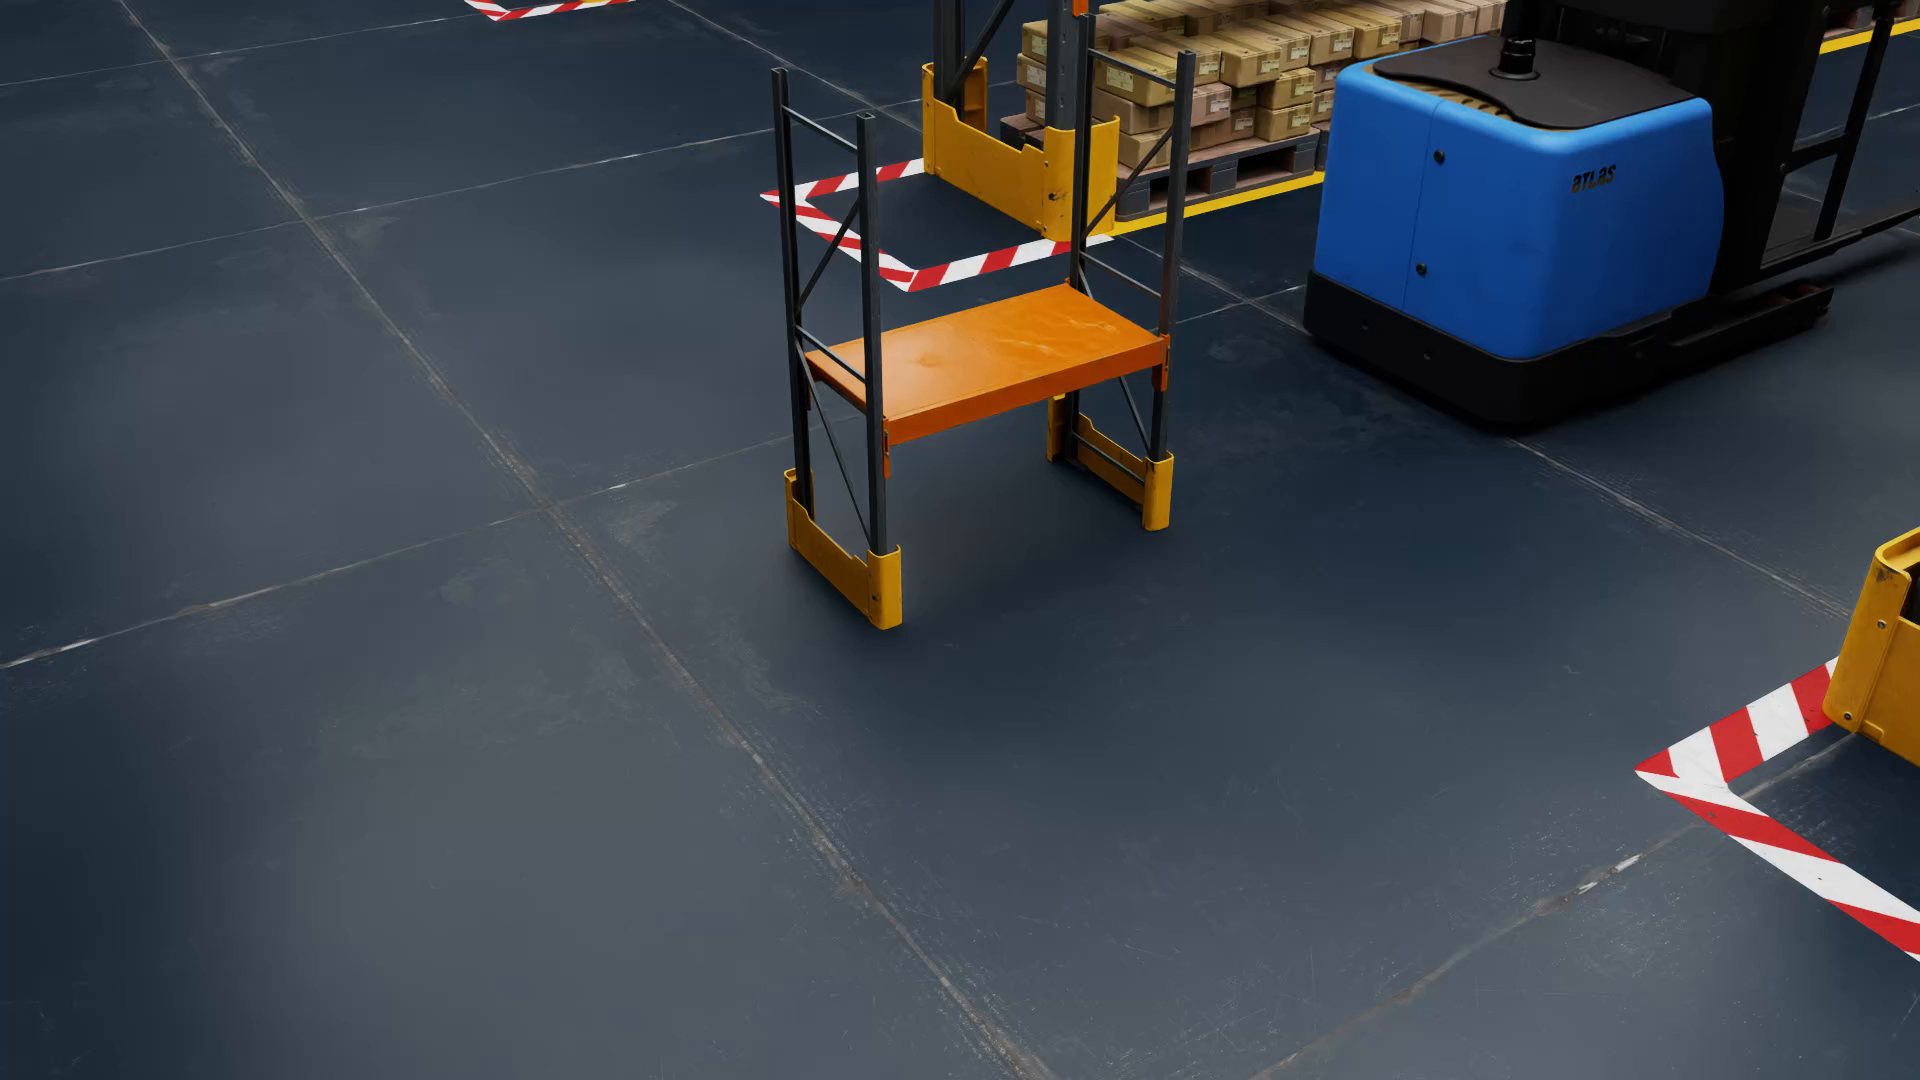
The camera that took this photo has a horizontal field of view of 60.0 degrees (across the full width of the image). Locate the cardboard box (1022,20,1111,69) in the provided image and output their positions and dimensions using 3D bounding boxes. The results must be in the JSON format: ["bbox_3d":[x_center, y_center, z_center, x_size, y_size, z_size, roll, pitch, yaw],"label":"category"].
[{"bbox_3d":[0.501,-2.347,7.880,0.250,0.149,0.380,-19,37,-27],"label":"cardboard box"}]

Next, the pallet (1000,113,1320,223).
[{"bbox_3d":[0.960,-1.918,8.093,1.213,0.211,1.003,-19,37,-27],"label":"pallet"}]

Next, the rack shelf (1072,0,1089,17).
[{"bbox_3d":[1.875,-3.131,8.076,4.000,0.370,1.077,-19,37,-27],"label":"rack shelf"}]

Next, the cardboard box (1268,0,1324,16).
[{"bbox_3d":[1.622,-2.701,8.441,0.250,0.149,0.380,-20,38,-29],"label":"cardboard box"}]

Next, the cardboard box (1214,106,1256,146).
[{"bbox_3d":[1.188,-2.024,7.925,0.250,0.149,0.380,-19,37,-27],"label":"cardboard box"}]

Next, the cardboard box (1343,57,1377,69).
[{"bbox_3d":[1.843,-2.397,8.238,0.250,0.149,0.380,-17,36,-25],"label":"cardboard box"}]

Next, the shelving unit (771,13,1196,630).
[{"bbox_3d":[0.064,-0.656,4.885,1.083,1.500,0.587,-19,37,-27],"label":"shelving unit"}]

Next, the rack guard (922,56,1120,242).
[{"bbox_3d":[0.258,-1.821,7.669,0.348,0.500,1.175,-19,37,-27],"label":"rack guard"}]

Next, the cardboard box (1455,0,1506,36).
[{"bbox_3d":[2.561,-2.690,8.424,0.250,0.149,0.380,-21,38,-30],"label":"cardboard box"}]

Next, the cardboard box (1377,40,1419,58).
[{"bbox_3d":[2.076,-2.470,8.354,0.250,0.149,0.380,-17,36,-25],"label":"cardboard box"}]

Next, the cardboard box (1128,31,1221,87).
[{"bbox_3d":[0.985,-2.213,7.667,0.250,0.149,0.380,-18,37,-26],"label":"cardboard box"}]

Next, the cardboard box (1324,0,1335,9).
[{"bbox_3d":[1.827,-2.789,8.581,0.250,0.149,0.380,-19,37,-27],"label":"cardboard box"}]

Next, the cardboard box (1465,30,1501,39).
[{"bbox_3d":[2.559,-2.597,8.555,0.250,0.149,0.380,-18,36,-26],"label":"cardboard box"}]

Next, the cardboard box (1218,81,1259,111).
[{"bbox_3d":[1.192,-2.155,7.854,0.250,0.149,0.380,-18,37,-27],"label":"cardboard box"}]

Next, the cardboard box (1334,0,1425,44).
[{"bbox_3d":[2.073,-2.584,8.256,0.250,0.149,0.380,-19,37,-27],"label":"cardboard box"}]

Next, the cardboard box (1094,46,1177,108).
[{"bbox_3d":[0.818,-2.079,7.456,0.250,0.149,0.380,-21,38,-29],"label":"cardboard box"}]

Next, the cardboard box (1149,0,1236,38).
[{"bbox_3d":[1.144,-2.572,8.237,0.250,0.149,0.380,-21,38,-29],"label":"cardboard box"}]

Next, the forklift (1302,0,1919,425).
[{"bbox_3d":[2.833,-2.240,6.054,3.031,2.935,1.130,-20,37,-28],"label":"forklift"}]

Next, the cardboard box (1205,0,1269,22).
[{"bbox_3d":[1.340,-2.675,8.399,0.250,0.149,0.380,-18,36,-26],"label":"cardboard box"}]

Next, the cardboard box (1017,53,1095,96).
[{"bbox_3d":[0.483,-2.235,7.981,0.250,0.149,0.380,-20,37,-29],"label":"cardboard box"}]

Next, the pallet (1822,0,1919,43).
[{"bbox_3d":[5.236,-3.414,10.464,1.213,0.211,1.003,-19,37,-27],"label":"pallet"}]

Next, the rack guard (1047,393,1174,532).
[{"bbox_3d":[0.483,-0.272,5.446,0.087,0.250,0.587,-19,37,-27],"label":"rack guard"}]

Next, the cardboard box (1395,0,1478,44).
[{"bbox_3d":[2.341,-2.607,8.292,0.250,0.149,0.380,-20,38,-29],"label":"cardboard box"}]

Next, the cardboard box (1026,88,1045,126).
[{"bbox_3d":[0.523,-2.074,8.005,0.250,0.149,0.380,-18,37,-26],"label":"cardboard box"}]

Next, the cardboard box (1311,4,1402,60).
[{"bbox_3d":[1.914,-2.469,8.073,0.250,0.149,0.380,-18,37,-27],"label":"cardboard box"}]

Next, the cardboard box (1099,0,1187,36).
[{"bbox_3d":[0.892,-2.526,8.163,0.250,0.149,0.380,-20,37,-28],"label":"cardboard box"}]

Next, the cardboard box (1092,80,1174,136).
[{"bbox_3d":[0.773,-1.991,7.594,0.250,0.149,0.380,-17,36,-25],"label":"cardboard box"}]

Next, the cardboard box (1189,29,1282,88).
[{"bbox_3d":[1.266,-2.228,7.692,0.250,0.149,0.380,-19,37,-27],"label":"cardboard box"}]

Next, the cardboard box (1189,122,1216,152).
[{"bbox_3d":[0.983,-1.949,7.806,0.250,0.149,0.380,-19,37,-27],"label":"cardboard box"}]

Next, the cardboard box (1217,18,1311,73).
[{"bbox_3d":[1.429,-2.337,7.864,0.250,0.149,0.380,-21,38,-30],"label":"cardboard box"}]

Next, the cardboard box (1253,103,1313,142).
[{"bbox_3d":[1.462,-2.048,7.964,0.250,0.149,0.380,-18,37,-27],"label":"cardboard box"}]

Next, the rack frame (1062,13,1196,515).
[{"bbox_3d":[0.499,-0.806,5.122,0.032,1.500,0.500,-19,37,-27],"label":"rack frame"}]

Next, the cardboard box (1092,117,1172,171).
[{"bbox_3d":[0.807,-1.836,7.628,0.250,0.149,0.380,-18,37,-26],"label":"cardboard box"}]

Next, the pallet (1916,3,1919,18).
[{"bbox_3d":[6.260,-3.765,11.020,1.213,0.211,1.003,-19,37,-27],"label":"pallet"}]

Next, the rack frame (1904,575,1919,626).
[{"bbox_3d":[2.796,-0.603,3.395,0.127,3.000,1.000,-19,37,-27],"label":"rack frame"}]

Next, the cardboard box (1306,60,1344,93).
[{"bbox_3d":[1.638,-2.300,8.084,0.250,0.149,0.380,-21,38,-29],"label":"cardboard box"}]

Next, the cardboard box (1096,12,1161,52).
[{"bbox_3d":[0.744,-2.394,7.954,0.250,0.149,0.380,-18,37,-26],"label":"cardboard box"}]

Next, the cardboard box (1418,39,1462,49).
[{"bbox_3d":[2.323,-2.528,8.447,0.250,0.149,0.380,-21,38,-29],"label":"cardboard box"}]

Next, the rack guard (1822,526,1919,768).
[{"bbox_3d":[2.776,0.461,4.051,0.348,0.500,1.175,-19,37,-27],"label":"rack guard"}]

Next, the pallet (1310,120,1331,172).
[{"bbox_3d":[1.984,-2.269,8.649,1.213,0.211,1.003,-19,37,-27],"label":"pallet"}]

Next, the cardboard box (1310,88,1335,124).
[{"bbox_3d":[1.625,-2.165,8.149,0.250,0.149,0.380,-19,37,-27],"label":"cardboard box"}]

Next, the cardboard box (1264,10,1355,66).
[{"bbox_3d":[1.668,-2.413,7.985,0.250,0.149,0.380,-17,36,-25],"label":"cardboard box"}]

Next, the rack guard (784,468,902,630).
[{"bbox_3d":[-0.354,0.016,4.990,0.087,0.250,0.587,-19,37,-27],"label":"rack guard"}]

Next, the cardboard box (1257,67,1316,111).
[{"bbox_3d":[1.466,-2.180,7.895,0.250,0.149,0.380,-18,36,-26],"label":"cardboard box"}]

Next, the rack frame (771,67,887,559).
[{"bbox_3d":[-0.356,-0.512,4.656,0.032,1.500,0.500,-19,37,-27],"label":"rack frame"}]

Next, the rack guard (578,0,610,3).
[{"bbox_3d":[-2.593,-3.983,11.096,0.348,0.500,1.175,-19,37,-27],"label":"rack guard"}]

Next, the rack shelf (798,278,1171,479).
[{"bbox_3d":[0.072,-0.507,4.985,1.000,0.185,0.538,-19,37,-27],"label":"rack shelf"}]

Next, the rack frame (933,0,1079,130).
[{"bbox_3d":[0.194,-2.857,6.967,0.127,3.000,1.000,-19,37,-27],"label":"rack frame"}]

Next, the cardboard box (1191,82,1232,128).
[{"bbox_3d":[1.034,-2.045,7.679,0.250,0.149,0.380,-19,37,-27],"label":"cardboard box"}]
